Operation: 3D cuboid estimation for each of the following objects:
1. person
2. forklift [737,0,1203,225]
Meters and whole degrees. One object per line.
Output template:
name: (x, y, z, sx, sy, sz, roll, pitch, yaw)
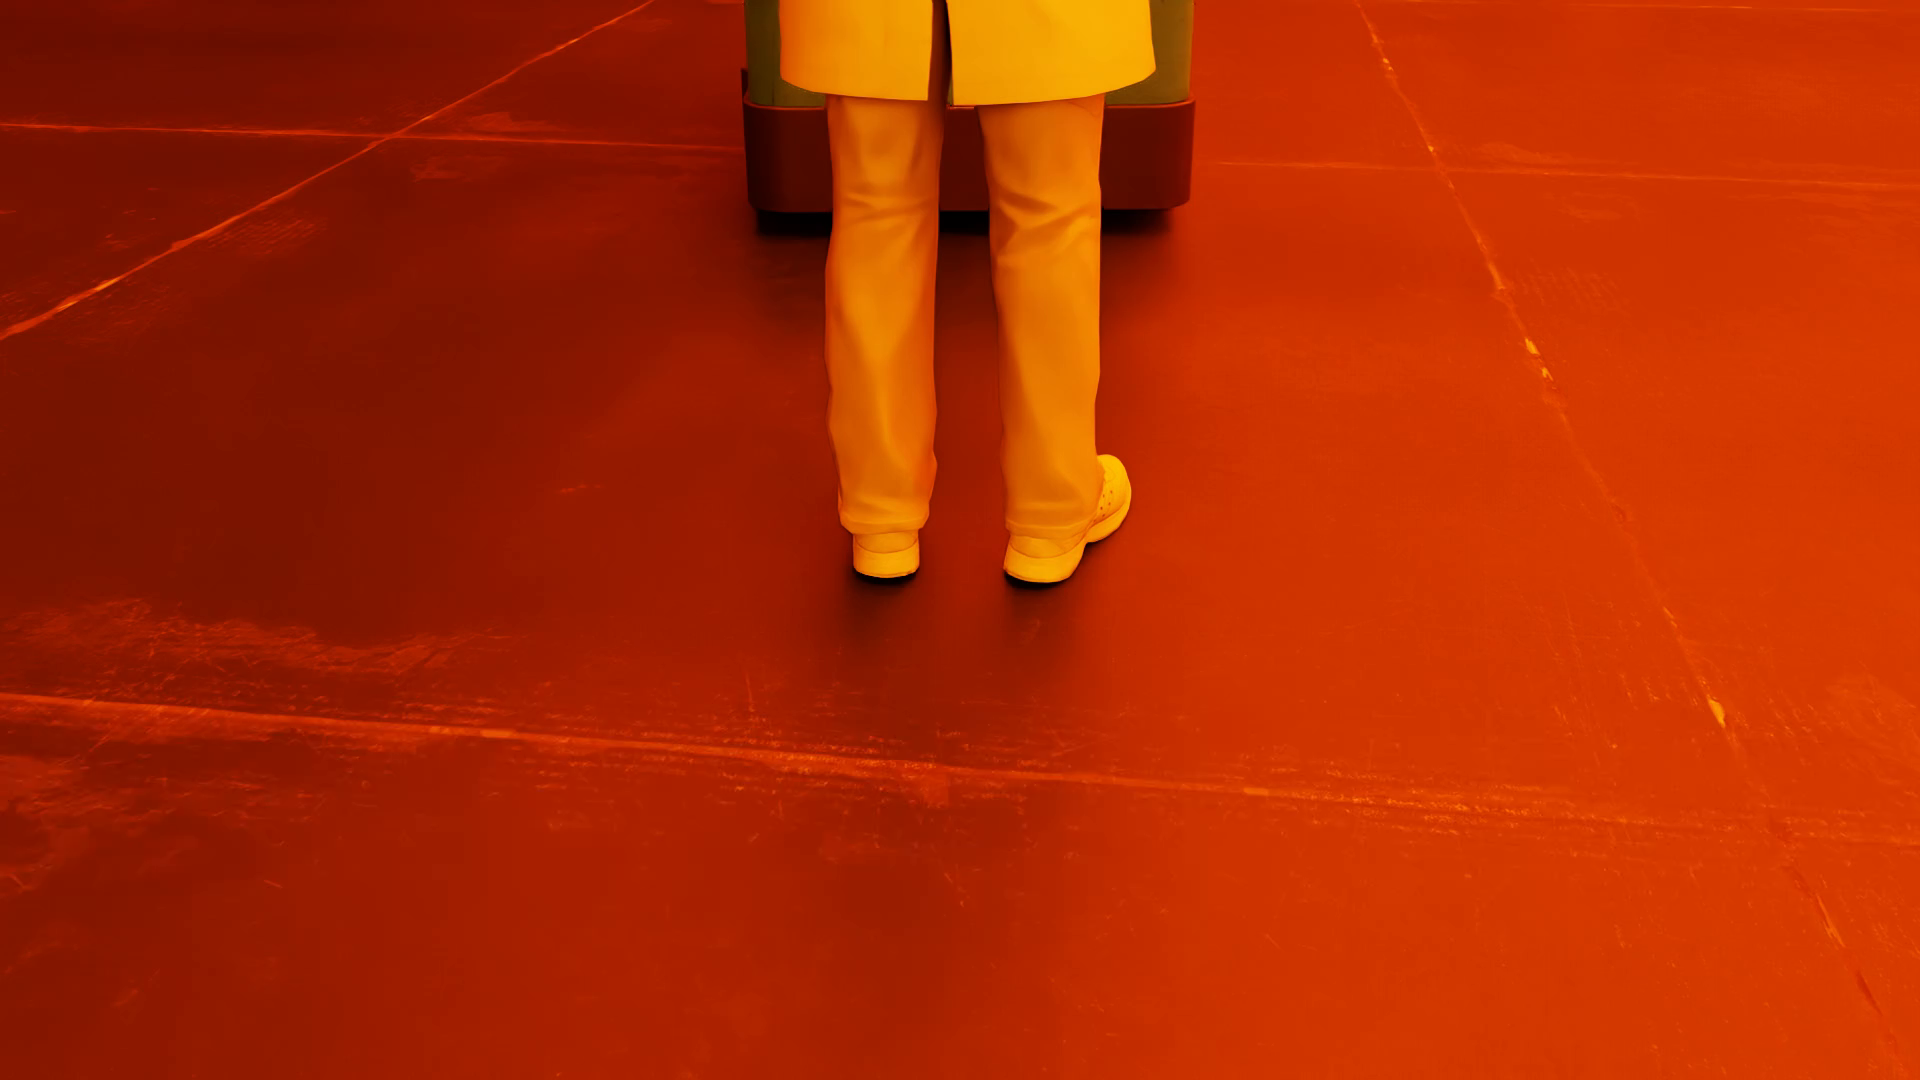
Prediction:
person: (-0.005, -0.806, 2.121, 0.551, 1.781, 0.389, 3, 27, 7)
forklift: (-0.018, -2.643, 4.516, 1.130, 2.935, 3.031, -1, 27, -2)
